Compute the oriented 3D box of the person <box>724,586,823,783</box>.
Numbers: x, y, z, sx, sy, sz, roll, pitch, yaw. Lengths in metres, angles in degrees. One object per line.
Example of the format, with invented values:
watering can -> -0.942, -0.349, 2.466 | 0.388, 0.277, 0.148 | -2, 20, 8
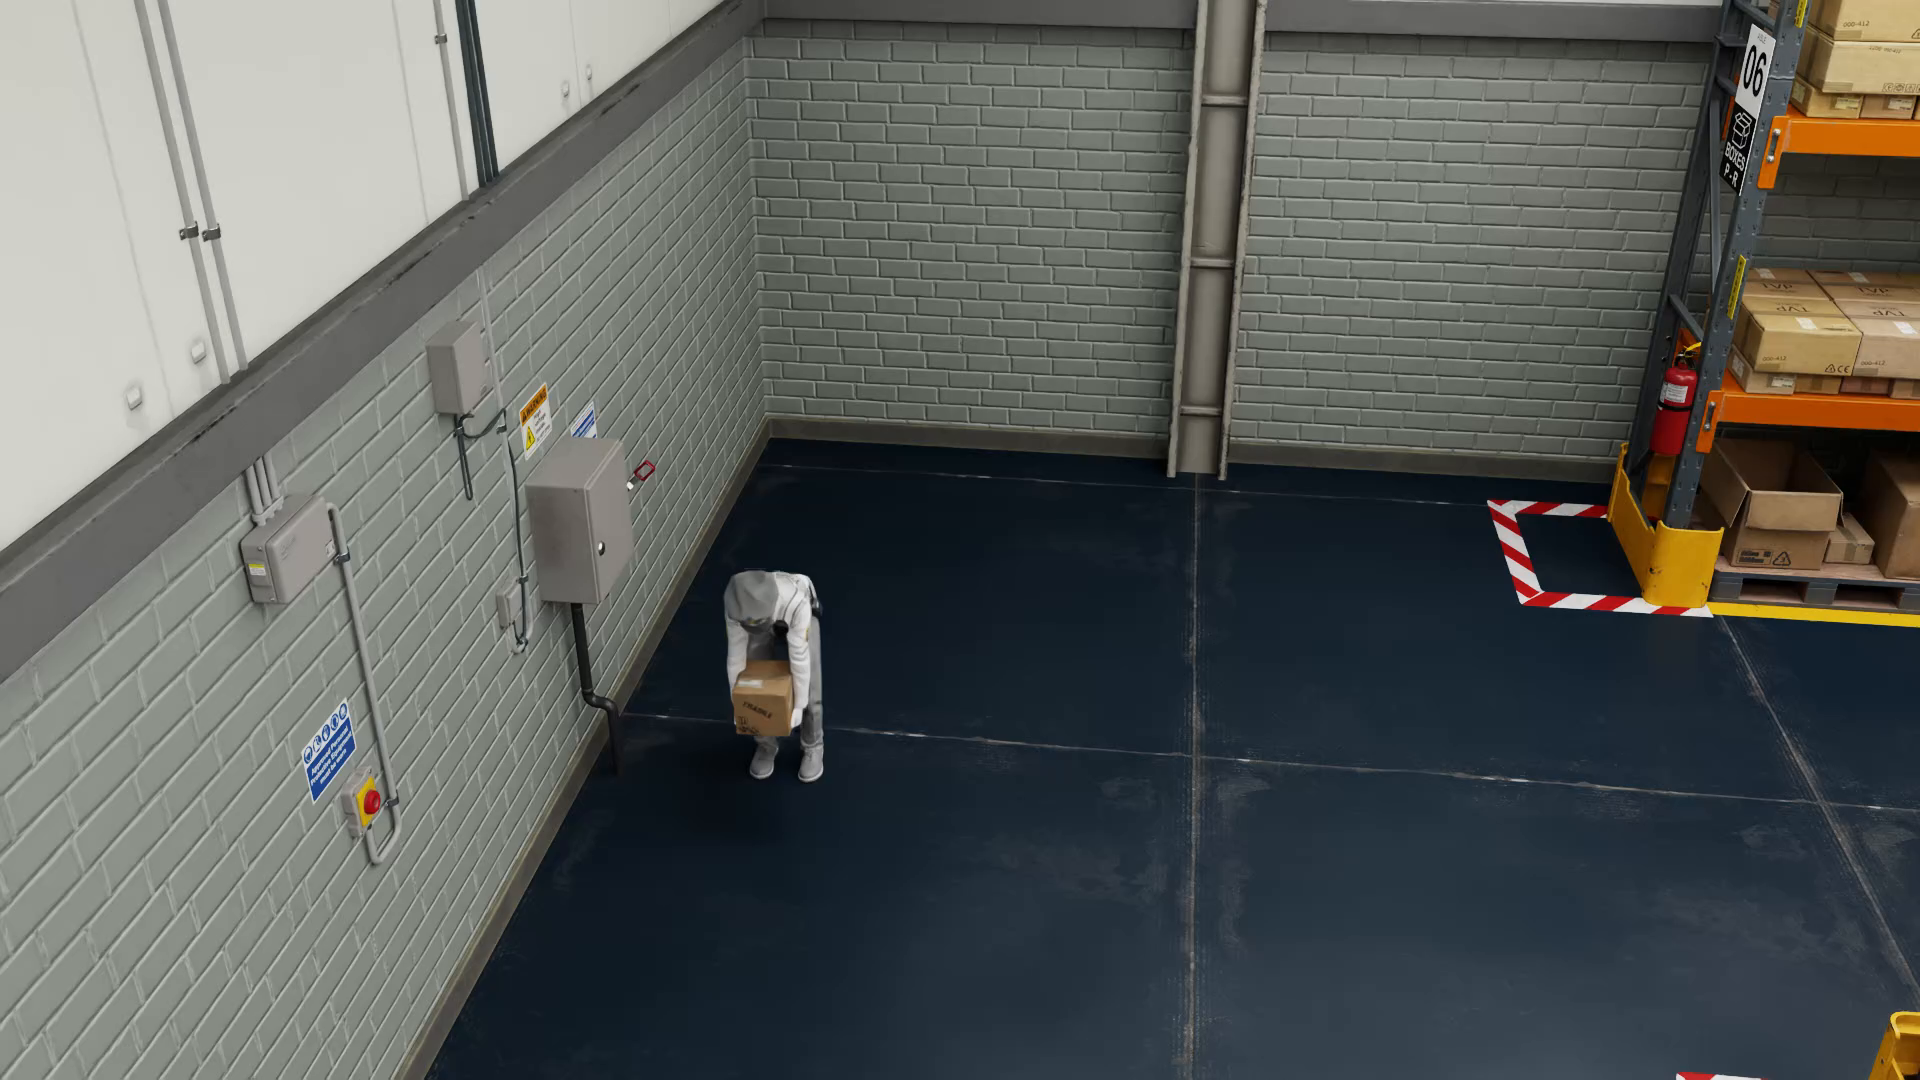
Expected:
person -> -0.862, 0.639, 7.913 | 0.401, 1.228, 0.641 | 3, 29, 5
